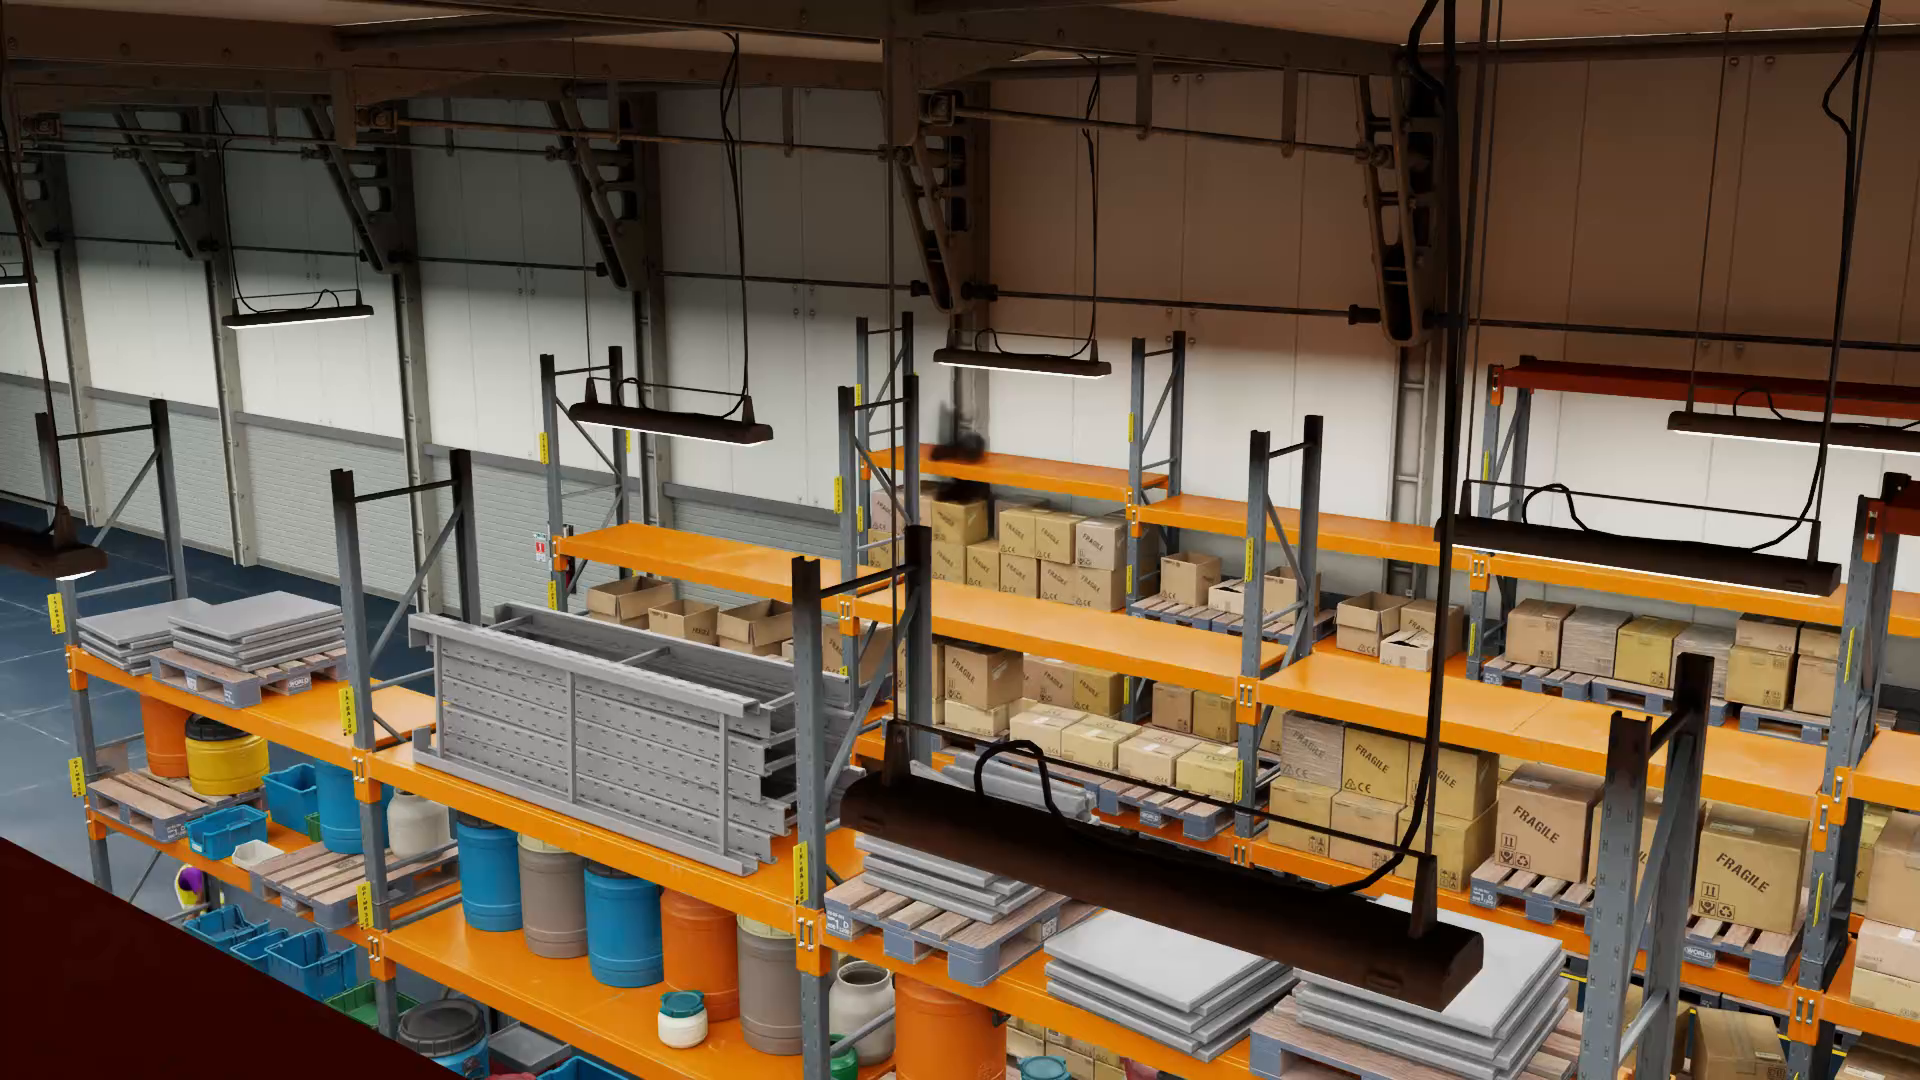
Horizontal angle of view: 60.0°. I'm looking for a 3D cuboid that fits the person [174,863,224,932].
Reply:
[{"bbox_3d":[-7.307,3.574,15.980,0.903,1.762,0.757,1,13,5],"label":"person"}]
